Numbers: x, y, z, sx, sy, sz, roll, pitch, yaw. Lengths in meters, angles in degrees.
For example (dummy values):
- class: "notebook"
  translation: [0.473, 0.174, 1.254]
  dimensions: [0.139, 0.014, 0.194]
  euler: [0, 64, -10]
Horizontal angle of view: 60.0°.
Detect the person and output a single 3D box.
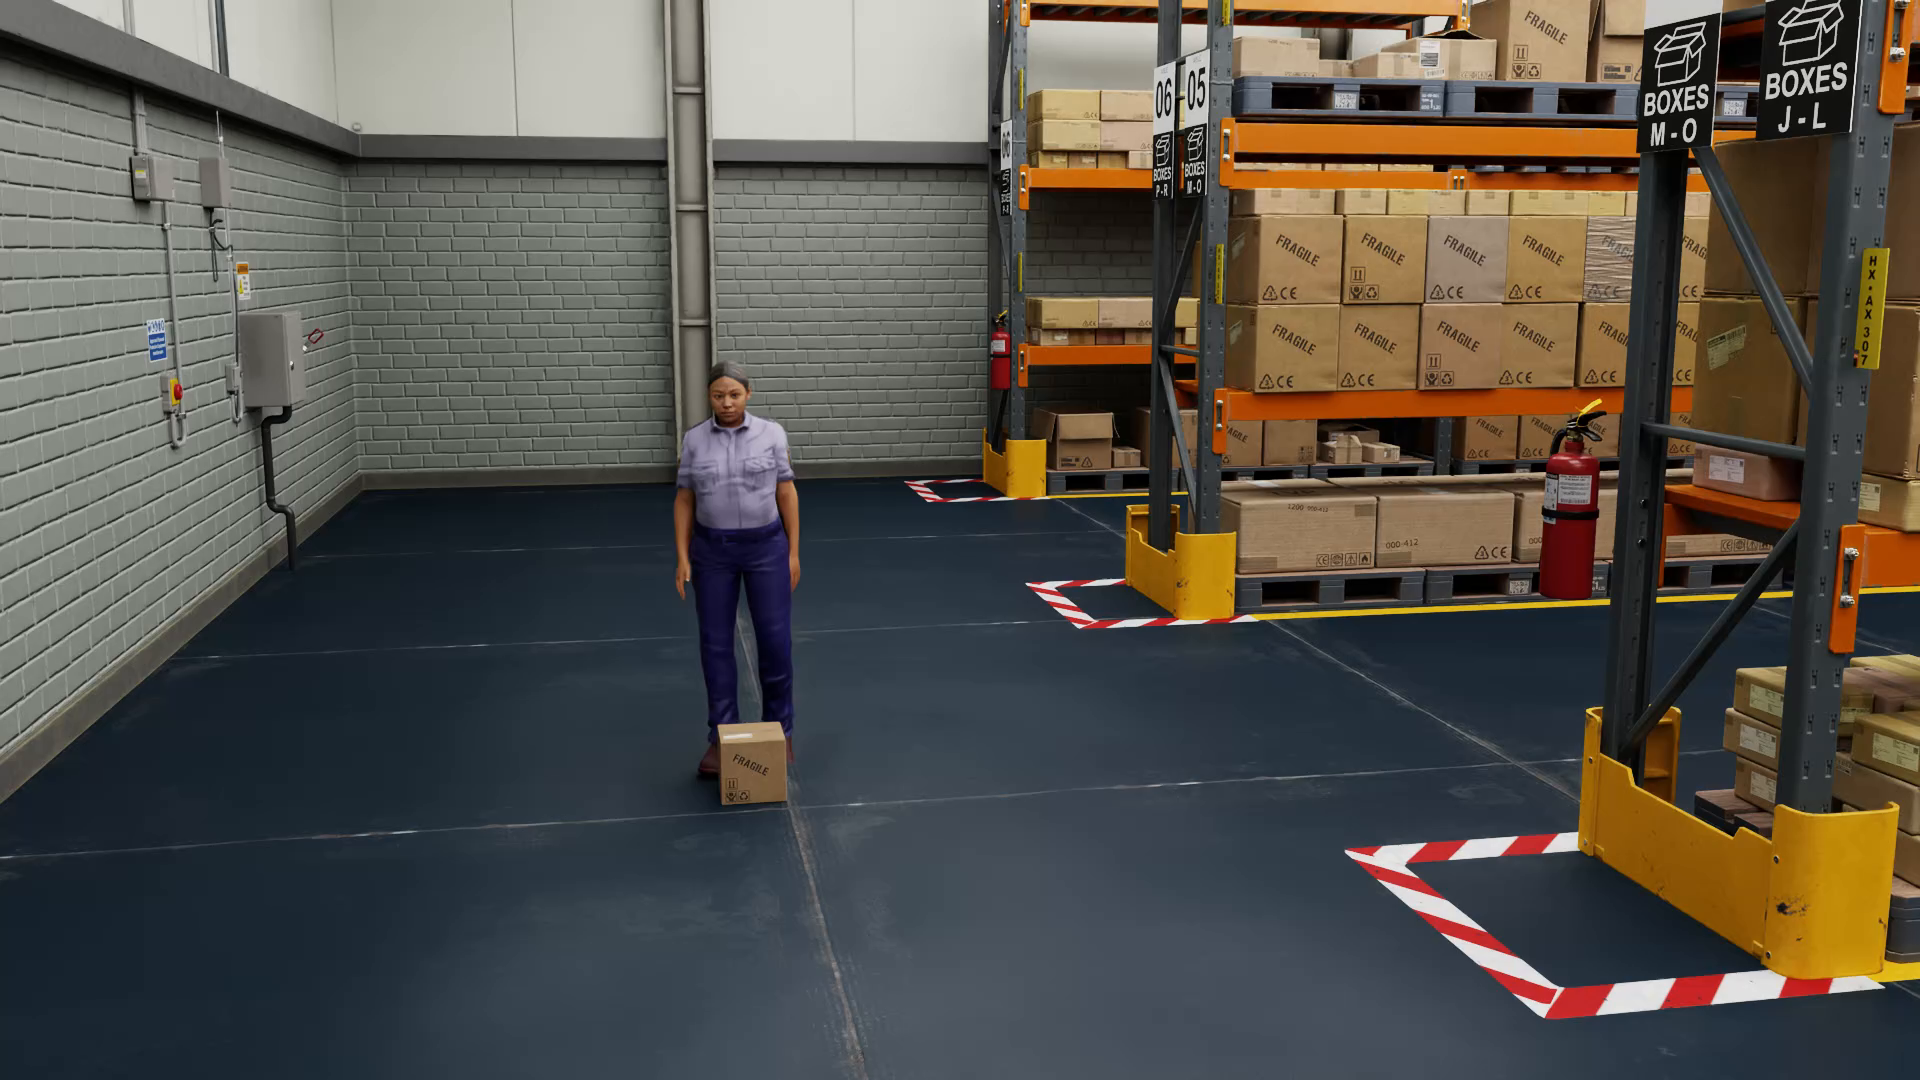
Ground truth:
- class: "person"
  translation: [-0.915, 0.142, 6.772]
  dimensions: [0.513, 1.738, 0.472]
  euler: [0, 10, -1]
